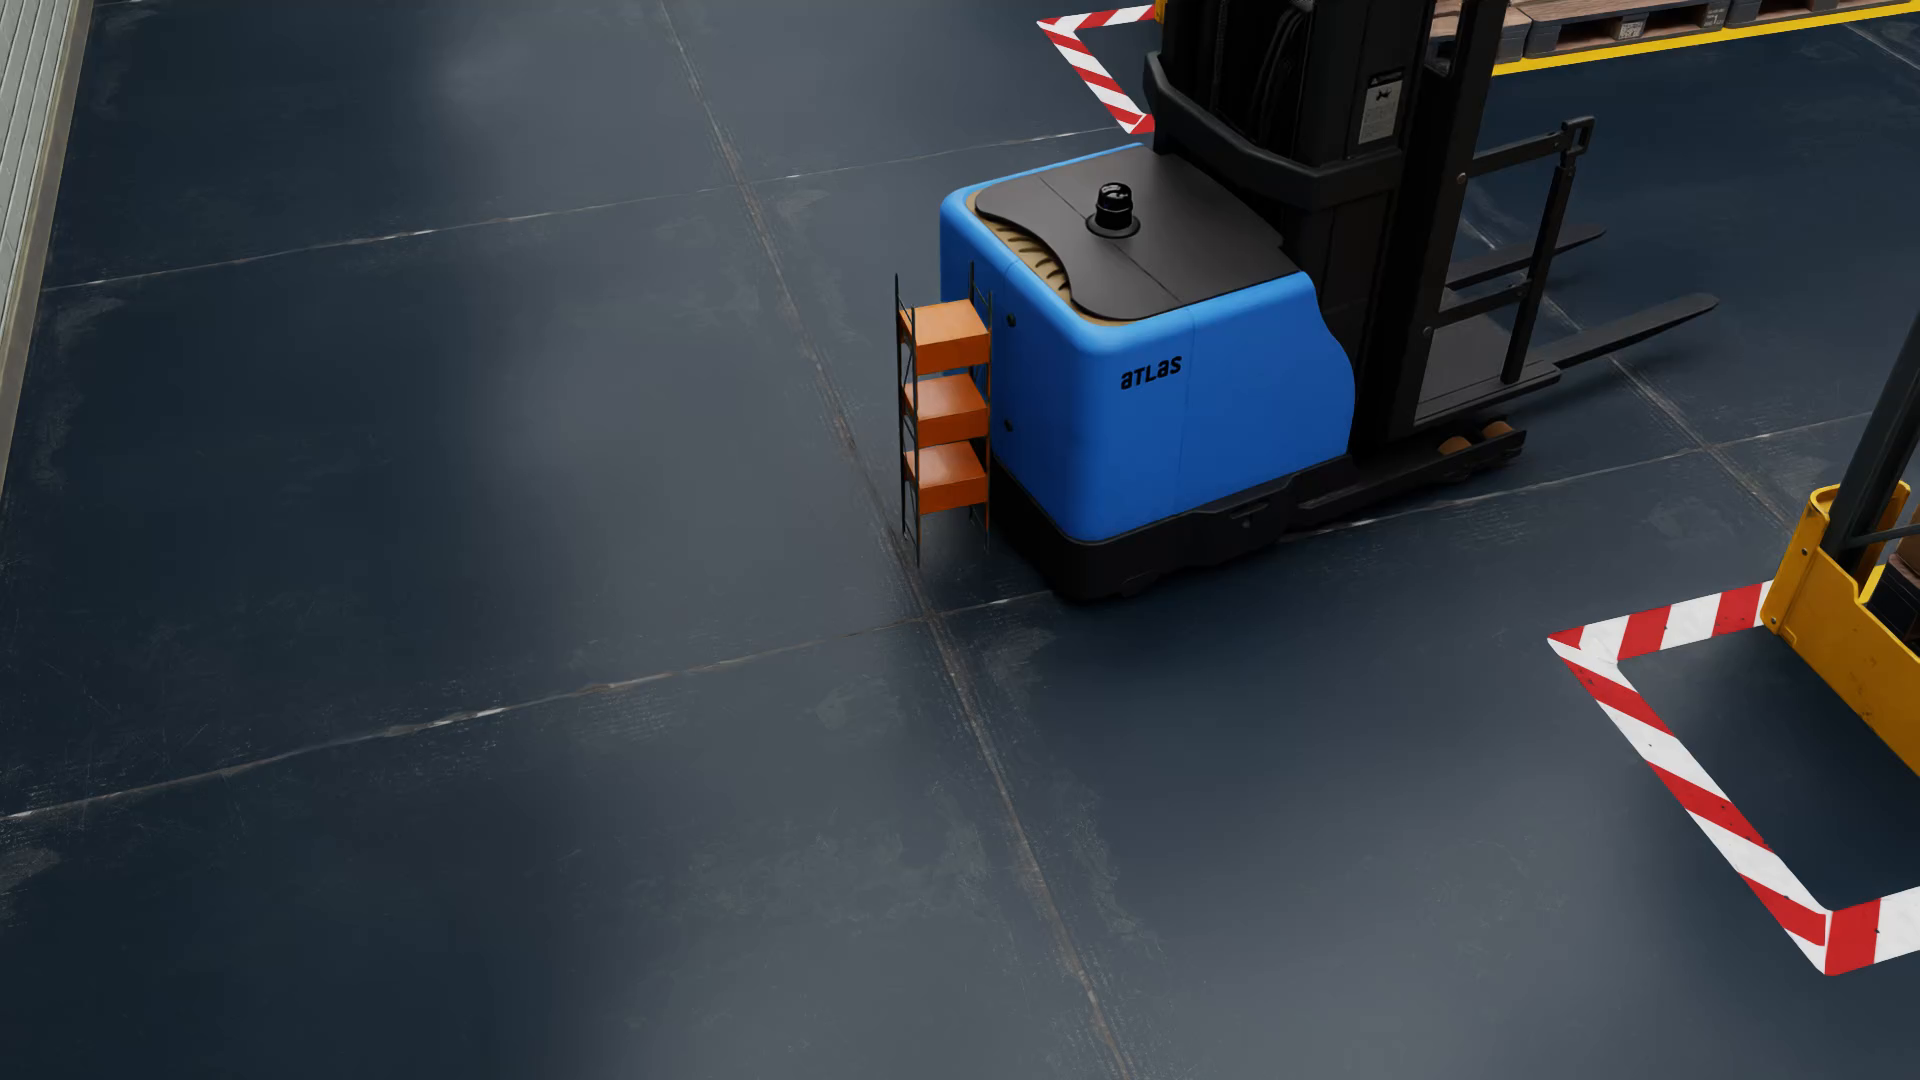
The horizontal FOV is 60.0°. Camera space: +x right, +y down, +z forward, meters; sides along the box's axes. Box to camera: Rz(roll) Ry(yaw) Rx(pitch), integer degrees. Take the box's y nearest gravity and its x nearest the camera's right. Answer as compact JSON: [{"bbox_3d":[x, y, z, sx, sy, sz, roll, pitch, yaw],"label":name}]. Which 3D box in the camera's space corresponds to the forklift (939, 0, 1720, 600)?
[{"bbox_3d":[1.466,-1.598,5.351,3.031,2.935,1.130,-19,45,-21],"label":"forklift"}]

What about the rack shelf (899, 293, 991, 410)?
[{"bbox_3d":[-0.051,-0.591,5.213,0.240,0.259,0.215,-12,42,-13],"label":"rack shelf"}]

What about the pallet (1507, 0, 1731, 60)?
[{"bbox_3d":[3.351,-2.987,9.008,1.213,0.211,1.003,-12,42,-13],"label":"pallet"}]

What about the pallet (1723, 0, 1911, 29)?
[{"bbox_3d":[4.517,-3.231,9.287,1.213,0.211,1.003,-12,42,-13],"label":"pallet"}]

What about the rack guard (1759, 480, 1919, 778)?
[{"bbox_3d":[2.948,0.376,4.940,0.348,0.500,1.175,-12,42,-13],"label":"rack guard"}]

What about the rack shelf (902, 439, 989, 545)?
[{"bbox_3d":[-0.051,-0.168,5.582,0.240,0.259,0.215,-12,42,-13],"label":"rack shelf"}]

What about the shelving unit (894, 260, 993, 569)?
[{"bbox_3d":[-0.051,-0.385,5.392,0.252,1.050,0.215,-12,42,-13],"label":"shelving unit"}]

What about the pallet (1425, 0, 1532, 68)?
[{"bbox_3d":[2.190,-2.748,8.735,1.213,0.211,1.003,-12,42,-13],"label":"pallet"}]

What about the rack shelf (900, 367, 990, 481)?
[{"bbox_3d":[-0.051,-0.377,5.399,0.240,0.259,0.215,-12,42,-13],"label":"rack shelf"}]

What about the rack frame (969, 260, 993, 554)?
[{"bbox_3d":[0.065,-0.409,5.420,0.008,1.050,0.200,-12,42,-13],"label":"rack frame"}]

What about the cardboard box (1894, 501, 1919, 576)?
[{"bbox_3d":[3.320,-0.037,5.078,0.500,0.500,0.500,-12,42,-13],"label":"cardboard box"}]

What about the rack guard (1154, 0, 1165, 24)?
[{"bbox_3d":[1.372,-2.706,8.467,0.348,0.500,1.175,-12,42,-13],"label":"rack guard"}]

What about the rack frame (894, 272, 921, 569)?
[{"bbox_3d":[-0.167,-0.361,5.365,0.008,1.050,0.200,-12,42,-13],"label":"rack frame"}]

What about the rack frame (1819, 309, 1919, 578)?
[{"bbox_3d":[2.876,-0.551,4.100,0.127,3.000,1.000,-12,42,-13],"label":"rack frame"}]

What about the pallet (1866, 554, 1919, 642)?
[{"bbox_3d":[3.708,0.327,5.216,1.213,0.211,1.003,-12,42,-13],"label":"pallet"}]
